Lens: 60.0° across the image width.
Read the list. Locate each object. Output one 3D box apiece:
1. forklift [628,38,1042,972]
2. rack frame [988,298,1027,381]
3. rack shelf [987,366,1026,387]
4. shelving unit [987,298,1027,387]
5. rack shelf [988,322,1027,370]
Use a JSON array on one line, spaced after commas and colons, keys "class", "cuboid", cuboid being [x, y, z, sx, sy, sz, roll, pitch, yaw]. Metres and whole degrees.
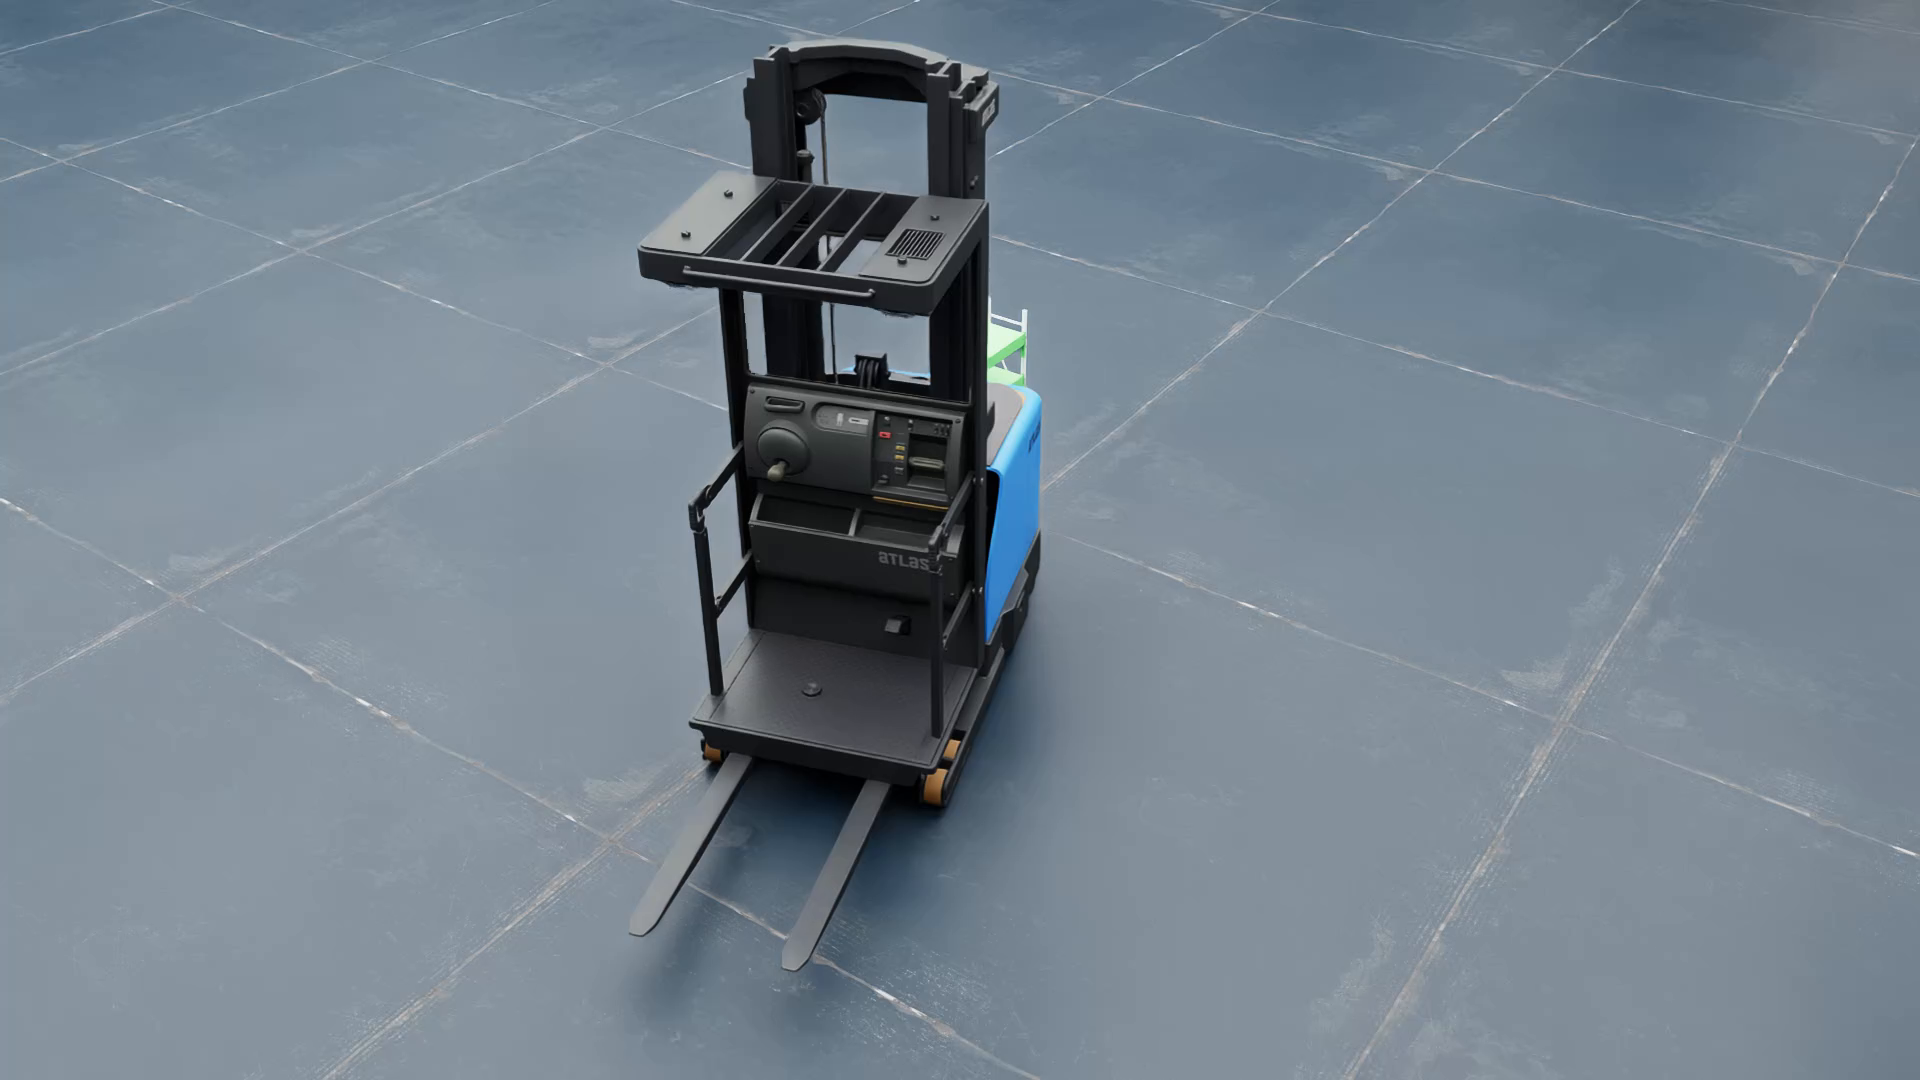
[{"class": "forklift", "cuboid": [-0.496, -0.329, 6.620, 1.130, 2.935, 3.031, 9, 35, 13]}, {"class": "rack frame", "cuboid": [0.234, -0.685, 8.693, 0.240, 1.200, 0.015, 21, 39, 28]}, {"class": "rack shelf", "cuboid": [0.094, -0.719, 8.428, 0.258, 0.148, 0.480, 21, 39, 28]}, {"class": "shelving unit", "cuboid": [0.094, -0.573, 8.527, 0.258, 1.200, 0.503, 21, 39, 28]}, {"class": "rack shelf", "cuboid": [0.094, -0.918, 8.293, 0.258, 0.148, 0.480, 21, 39, 28]}]
